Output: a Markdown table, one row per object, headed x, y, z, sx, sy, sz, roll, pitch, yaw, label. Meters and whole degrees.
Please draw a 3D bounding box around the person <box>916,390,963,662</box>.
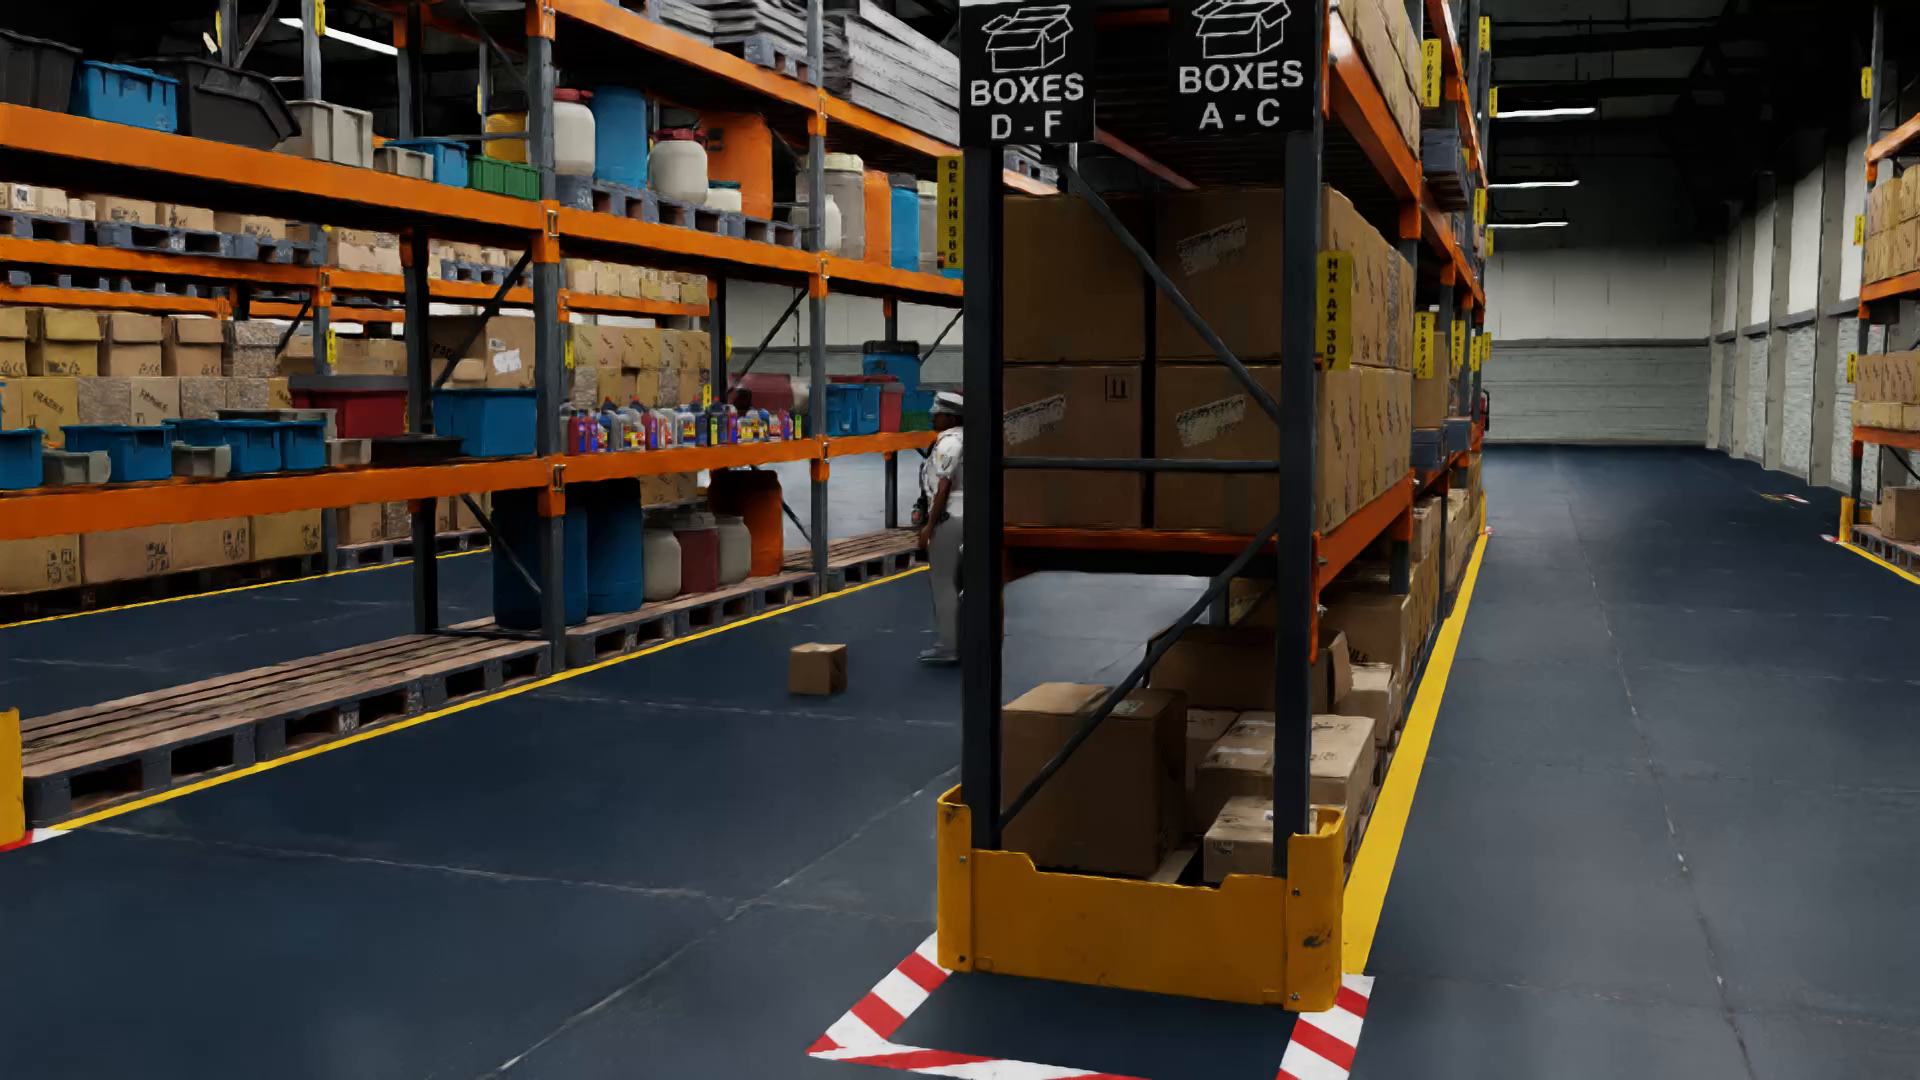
| x | y | z | sx | sy | sz | roll | pitch | yaw | label |
| --- | --- | --- | --- | --- | --- | --- | --- | --- | --- |
| -0.067 | -0.086 | 10.344 | 0.361 | 1.686 | 0.493 | 1 | 5 | 14 | person |
